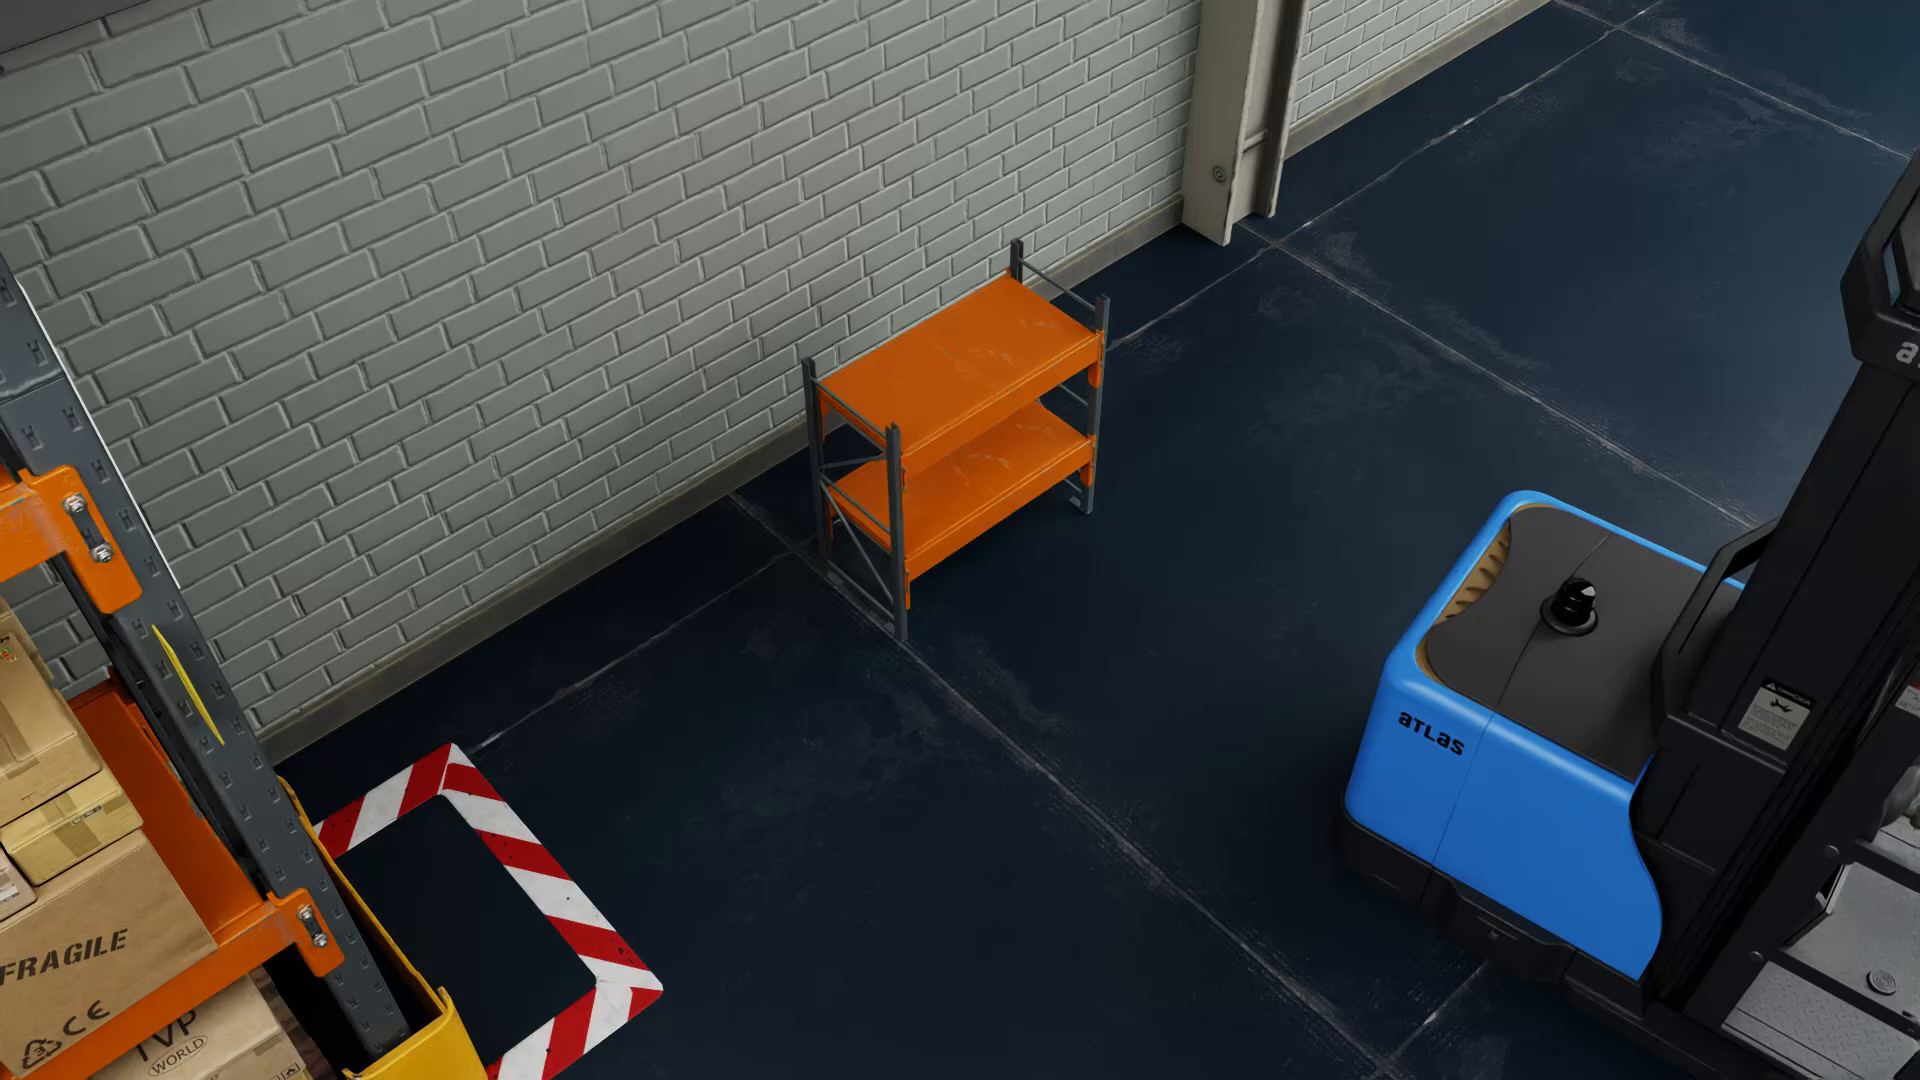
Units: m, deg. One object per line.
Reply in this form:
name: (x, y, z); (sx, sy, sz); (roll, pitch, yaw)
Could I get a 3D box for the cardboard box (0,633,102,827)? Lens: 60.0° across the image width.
cardboard box: (-2.115, 0.417, 3.665); (0.250, 0.149, 0.380); (-34, 56, -27)

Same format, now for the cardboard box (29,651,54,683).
cardboard box: (-2.417, 0.253, 4.019); (0.250, 0.149, 0.380); (-35, 56, -28)

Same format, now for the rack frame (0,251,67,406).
rack frame: (-1.991, -1.554, 2.114); (0.127, 3.000, 1.000); (-34, 56, -27)

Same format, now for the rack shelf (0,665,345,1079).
rack shelf: (-3.471, 1.713, 3.671); (4.000, 0.370, 1.077); (-34, 56, -27)

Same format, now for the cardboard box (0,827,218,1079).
cardboard box: (-2.179, 0.833, 3.926); (0.500, 0.500, 0.500); (-35, 56, -28)

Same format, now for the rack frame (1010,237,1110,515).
rack frame: (0.371, -0.629, 6.619); (0.032, 1.125, 0.500); (-34, 56, -27)

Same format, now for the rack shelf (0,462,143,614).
rack shelf: (-3.471, 0.696, 2.569); (4.000, 0.370, 1.077); (-34, 56, -27)

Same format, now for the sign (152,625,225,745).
sign: (-1.637, 0.309, 3.528); (0.005, 0.325, 0.100); (-34, 56, -27)

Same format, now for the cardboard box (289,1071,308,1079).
cardboard box: (-2.141, 1.512, 4.613); (0.500, 0.250, 0.500); (-34, 56, -28)

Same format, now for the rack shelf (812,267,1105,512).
rack shelf: (-0.005, -0.577, 6.172); (1.000, 0.278, 0.538); (-34, 56, -27)

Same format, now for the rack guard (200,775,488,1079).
rack guard: (-1.974, 1.316, 5.249); (0.348, 0.500, 1.175); (-34, 56, -27)

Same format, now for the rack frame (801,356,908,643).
rack frame: (-0.381, -0.127, 6.155); (0.032, 1.125, 0.500); (-34, 56, -27)

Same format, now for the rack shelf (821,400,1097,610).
rack shelf: (-0.005, -0.212, 6.566); (1.000, 0.278, 0.538); (-34, 56, -27)

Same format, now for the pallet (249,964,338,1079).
pallet: (-2.529, 1.827, 4.974); (1.213, 0.211, 1.003); (-34, 56, -27)

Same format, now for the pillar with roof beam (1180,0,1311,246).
pillar with roof beam: (4.223, -2.325, 2.826); (0.400, 9.000, 9.100); (-34, 56, -27)

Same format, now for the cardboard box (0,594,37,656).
cardboard box: (-2.384, 0.176, 3.888); (0.250, 0.149, 0.380); (-35, 56, -28)

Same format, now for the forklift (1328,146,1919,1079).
forklift: (2.757, 0.475, 4.370); (3.031, 2.935, 1.130); (29, 54, 24)

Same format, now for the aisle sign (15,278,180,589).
aisle sign: (-1.745, -0.274, 3.246); (0.004, 0.787, 0.394); (-34, 56, -27)

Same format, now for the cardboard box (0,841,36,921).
cardboard box: (-2.228, 0.693, 3.614); (0.250, 0.149, 0.380); (-33, 55, -27)

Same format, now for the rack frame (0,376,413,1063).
rack frame: (-1.991, 0.480, 4.319); (0.127, 3.000, 1.000); (-34, 56, -27)

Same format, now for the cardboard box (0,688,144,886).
cardboard box: (-2.059, 0.550, 3.745); (0.250, 0.149, 0.380); (-33, 55, -27)

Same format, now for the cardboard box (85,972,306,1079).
cardboard box: (-2.122, 1.329, 4.441); (0.500, 0.250, 0.500); (-32, 55, -26)

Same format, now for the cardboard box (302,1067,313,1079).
cardboard box: (-2.126, 1.675, 4.802); (0.500, 0.250, 0.500); (-33, 56, -27)

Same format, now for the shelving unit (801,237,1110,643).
shelving unit: (-0.005, -0.378, 6.387); (1.048, 1.125, 0.538); (-34, 56, -27)
